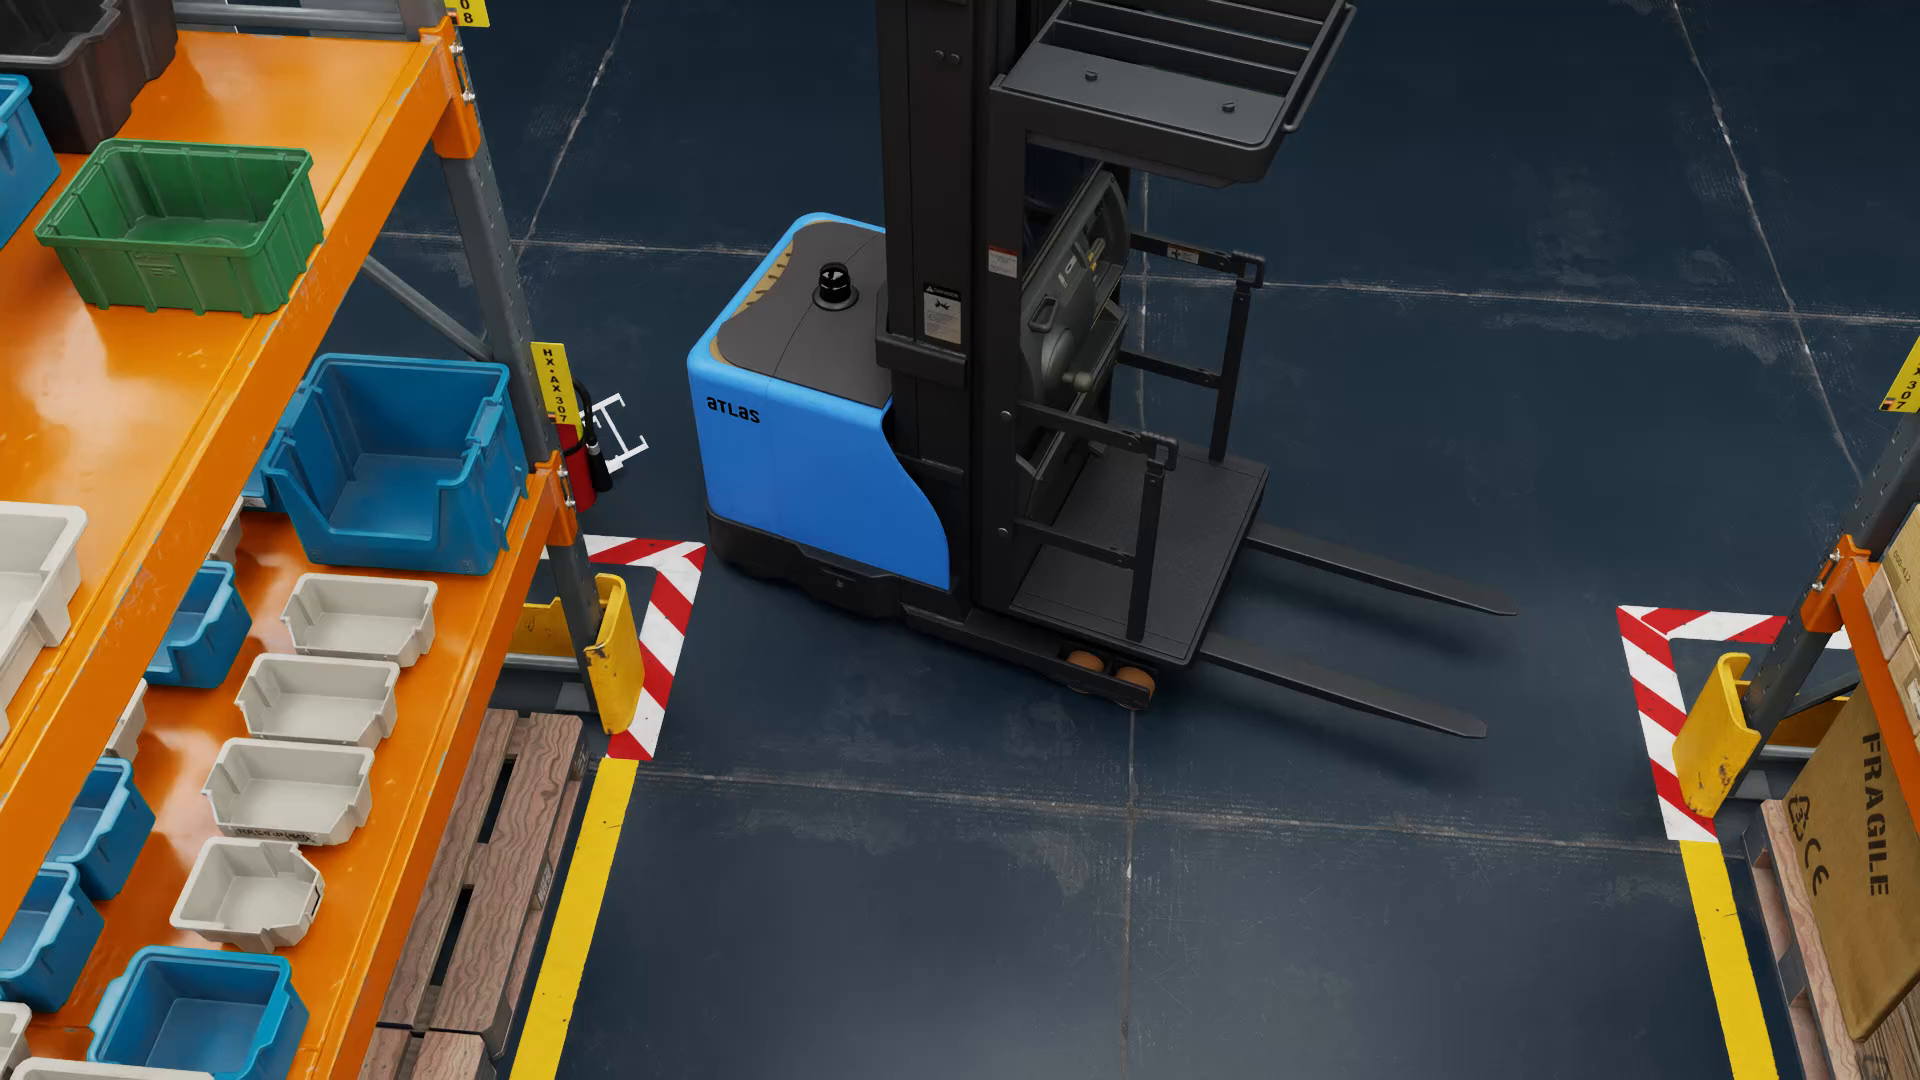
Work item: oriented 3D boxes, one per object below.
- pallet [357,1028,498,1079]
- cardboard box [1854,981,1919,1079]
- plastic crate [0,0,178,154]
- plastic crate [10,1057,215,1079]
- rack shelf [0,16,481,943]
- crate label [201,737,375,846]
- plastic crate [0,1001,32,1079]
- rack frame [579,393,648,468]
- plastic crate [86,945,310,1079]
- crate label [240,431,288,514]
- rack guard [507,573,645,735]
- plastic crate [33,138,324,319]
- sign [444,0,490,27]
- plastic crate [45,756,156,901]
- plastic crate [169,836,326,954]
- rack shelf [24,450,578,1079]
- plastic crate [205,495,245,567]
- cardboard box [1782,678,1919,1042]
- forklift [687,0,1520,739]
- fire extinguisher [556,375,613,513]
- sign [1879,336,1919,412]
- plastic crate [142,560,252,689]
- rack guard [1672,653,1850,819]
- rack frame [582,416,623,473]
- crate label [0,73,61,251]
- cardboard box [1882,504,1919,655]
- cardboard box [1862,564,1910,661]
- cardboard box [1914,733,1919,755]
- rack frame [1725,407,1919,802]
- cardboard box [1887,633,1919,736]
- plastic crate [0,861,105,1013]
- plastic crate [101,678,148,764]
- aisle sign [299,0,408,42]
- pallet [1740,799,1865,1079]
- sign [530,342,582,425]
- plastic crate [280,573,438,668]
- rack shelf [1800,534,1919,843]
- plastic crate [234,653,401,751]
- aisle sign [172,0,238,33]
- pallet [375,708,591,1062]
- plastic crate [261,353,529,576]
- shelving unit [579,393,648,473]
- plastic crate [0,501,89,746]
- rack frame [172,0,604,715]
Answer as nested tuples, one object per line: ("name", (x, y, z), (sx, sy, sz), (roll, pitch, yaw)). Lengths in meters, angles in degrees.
("pallet", (-2.000, 1.997, 4.780), (1.003, 0.211, 1.213), (4, 48, 4))
("cardboard box", (3.099, 1.611, 4.399), (0.875, 0.875, 0.875), (4, 48, 4))
("plastic crate", (-2.085, -1.146, 3.821), (0.497, 0.269, 0.590), (4, 48, 4))
("plastic crate", (-1.814, 1.408, 3.469), (0.437, 0.282, 0.530), (4, 48, 4))
("rack shelf", (-1.954, 0.259, 2.935), (1.077, 0.370, 4.000), (4, 48, 4))
("crate label", (-1.708, 0.657, 4.254), (0.396, 0.136, 0.243), (4, 48, 4))
("plastic crate", (-2.277, 1.267, 3.697), (0.293, 0.136, 0.466), (4, 48, 4))
("rack frame", (-1.758, -0.188, 6.290), (1.200, 0.015, 0.240), (-31, 96, -23))
("plastic crate", (-1.704, 1.121, 3.765), (0.416, 0.233, 0.300), (4, 48, 4))
("crate label", (-2.122, -0.246, 5.015), (0.416, 0.233, 0.303), (4, 48, 4))
("rack guard", (-1.783, 0.384, 6.060), (1.175, 0.500, 0.348), (4, 48, 4))
("plastic crate", (-1.578, -0.638, 3.412), (0.450, 0.188, 0.336), (4, 48, 4))
("sign", (-1.223, -1.393, 4.030), (0.100, 0.325, 0.005), (4, 48, 4))
("plastic crate", (-2.242, 0.722, 4.130), (0.416, 0.233, 0.300), (4, 48, 4))
("plastic crate", (-1.716, 0.876, 4.054), (0.298, 0.136, 0.250), (4, 48, 4))
("rack shelf", (-1.954, 1.271, 4.042), (1.077, 0.370, 4.000), (4, 48, 4))
("plastic crate", (-2.234, 0.017, 4.840), (0.250, 0.136, 0.298), (4, 48, 4))
("cardboard box", (3.182, 0.943, 5.010), (0.875, 0.875, 0.875), (4, 48, 4))
("forklift", (0.574, -0.809, 5.504), (3.031, 2.935, 1.130), (17, 50, 15))
("fire extinguisher", (-1.306, -0.370, 5.361), (0.296, 0.674, 0.183), (4, 48, 4))
("sign", (2.608, -0.469, 4.506), (0.100, 0.325, 0.005), (4, 48, 4))
("plastic crate", (-2.182, 0.238, 4.573), (0.416, 0.233, 0.300), (4, 48, 4))
("rack guard", (3.163, 0.718, 5.755), (1.175, 0.500, 0.348), (4, 48, 4))
("rack frame", (-1.948, -0.134, 6.736), (1.200, 0.015, 0.240), (-31, 96, -23))
("crate label", (-2.178, -0.747, 3.469), (0.408, 0.251, 0.502), (4, 48, 4))
("cardboard box", (2.848, 0.176, 4.456), (0.500, 0.250, 0.500), (3, 48, 2))
("cardboard box", (2.799, 0.215, 4.691), (0.380, 0.149, 0.250), (4, 48, 4))
("cardboard box", (2.754, 0.592, 4.346), (0.380, 0.149, 0.250), (3, 48, 3))
("rack frame", (3.160, -0.108, 4.816), (1.000, 3.000, 0.127), (4, 48, 4))
("cardboard box", (2.777, 0.404, 4.518), (0.380, 0.149, 0.250), (3, 48, 3))
("plastic crate", (-2.270, 0.942, 3.928), (0.416, 0.233, 0.300), (4, 48, 4))
("plastic crate", (-2.296, 0.515, 4.384), (0.250, 0.136, 0.298), (4, 48, 4))
("aisle sign", (-1.474, -1.352, 4.192), (0.394, 0.787, 0.004), (4, 48, 4))
("pallet", (3.165, 1.426, 5.303), (1.003, 0.211, 1.213), (4, 48, 4))
("sign", (-1.223, -0.471, 5.038), (0.100, 0.325, 0.005), (4, 48, 4))
("plastic crate", (-1.666, 0.239, 4.637), (0.396, 0.136, 0.243), (4, 48, 4))
("rack shelf", (2.978, 1.604, 3.738), (1.077, 0.370, 4.000), (4, 48, 4))
("plastic crate", (-1.707, 0.451, 4.443), (0.396, 0.136, 0.243), (4, 48, 4))
("aisle sign", (-2.061, -1.392, 4.228), (0.394, 0.787, 0.004), (4, 48, 4))
("pallet", (-1.886, 1.103, 5.598), (1.003, 0.211, 1.213), (4, 48, 4))
("plastic crate", (-1.616, -0.215, 4.849), (0.616, 0.435, 0.499), (4, 48, 4))
("shelving unit", (-1.853, -0.161, 6.513), (1.200, 0.503, 0.258), (-31, 96, -23))
("plastic crate", (-1.713, 0.170, 2.707), (0.437, 0.136, 0.530), (4, 48, 4))
("rack frame", (-1.772, -0.441, 5.121), (1.000, 3.000, 0.127), (4, 48, 4))
